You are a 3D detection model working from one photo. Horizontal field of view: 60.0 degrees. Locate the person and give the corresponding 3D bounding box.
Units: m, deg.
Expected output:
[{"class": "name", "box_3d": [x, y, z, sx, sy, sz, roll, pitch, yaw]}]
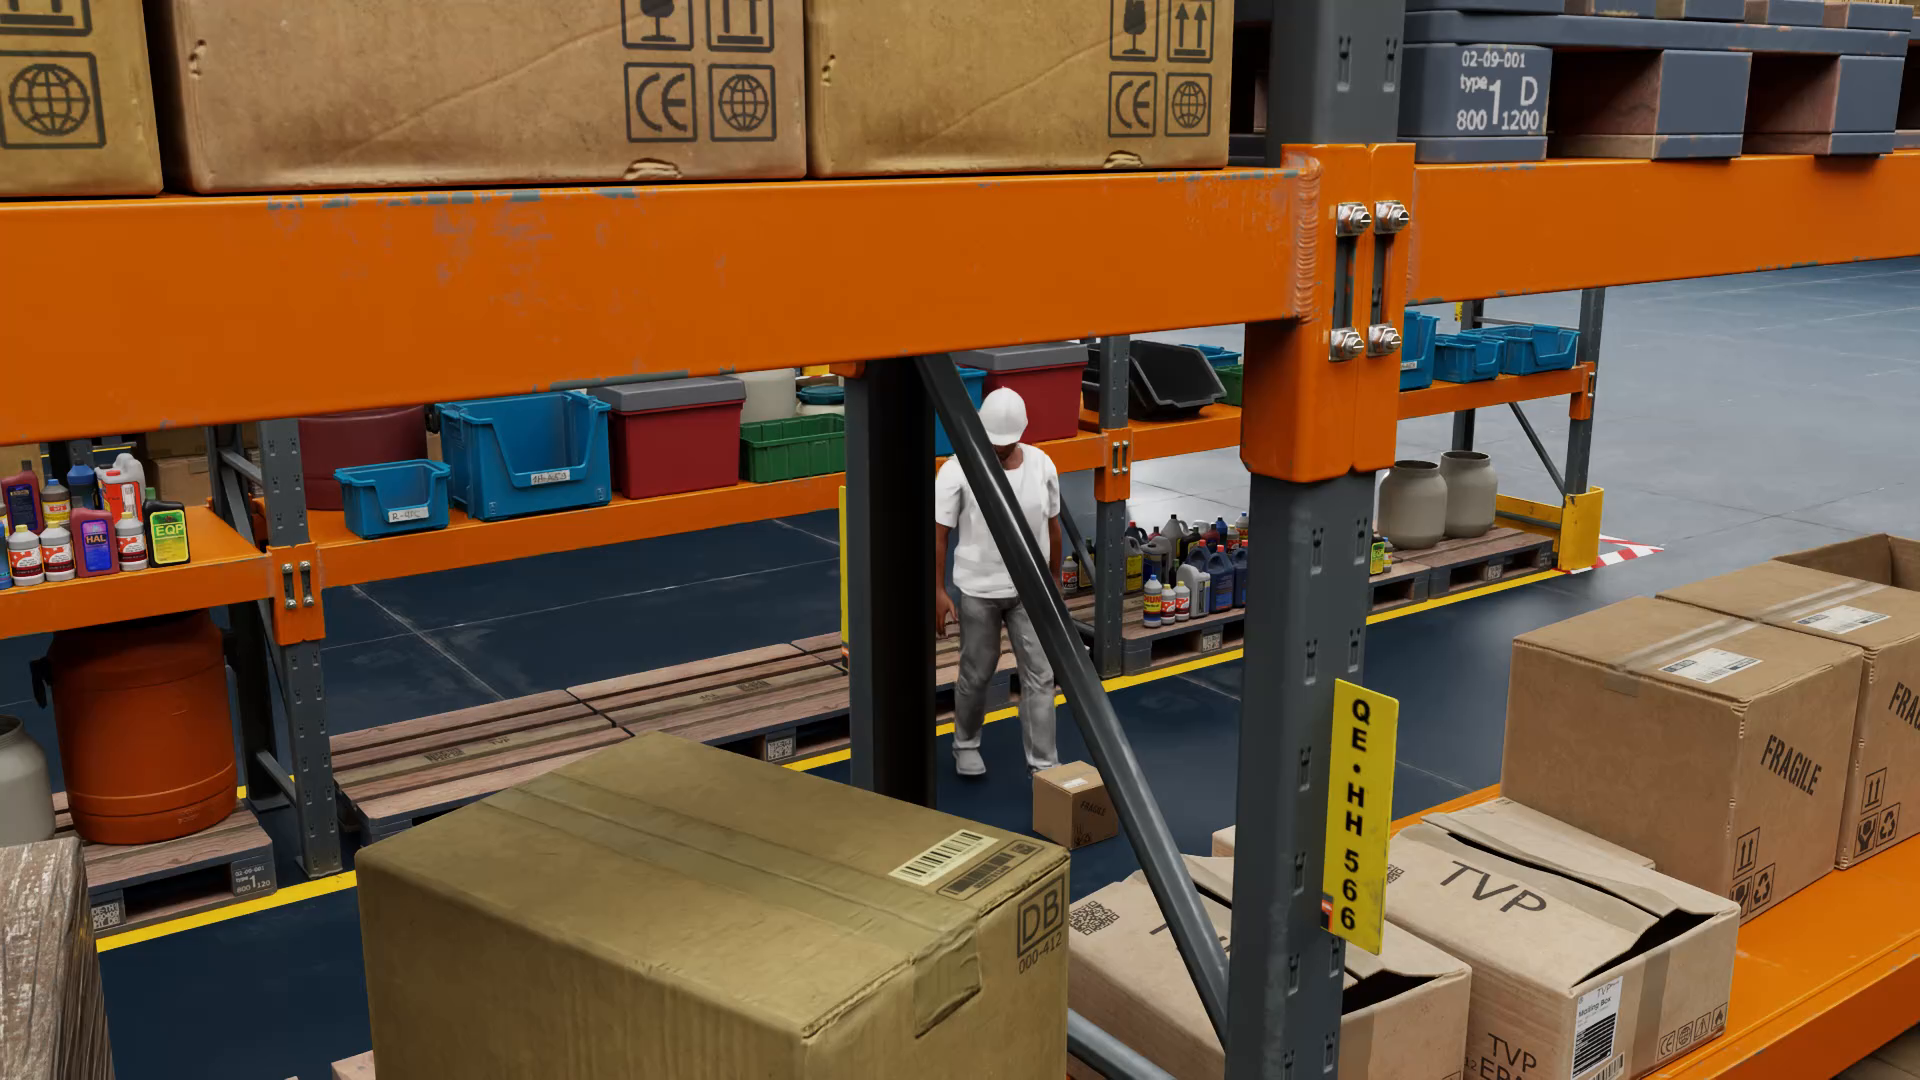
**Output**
[{"class": "person", "box_3d": [0.199, 0.232, 7.030, 0.628, 1.738, 0.761, -4, 15, -17]}]
